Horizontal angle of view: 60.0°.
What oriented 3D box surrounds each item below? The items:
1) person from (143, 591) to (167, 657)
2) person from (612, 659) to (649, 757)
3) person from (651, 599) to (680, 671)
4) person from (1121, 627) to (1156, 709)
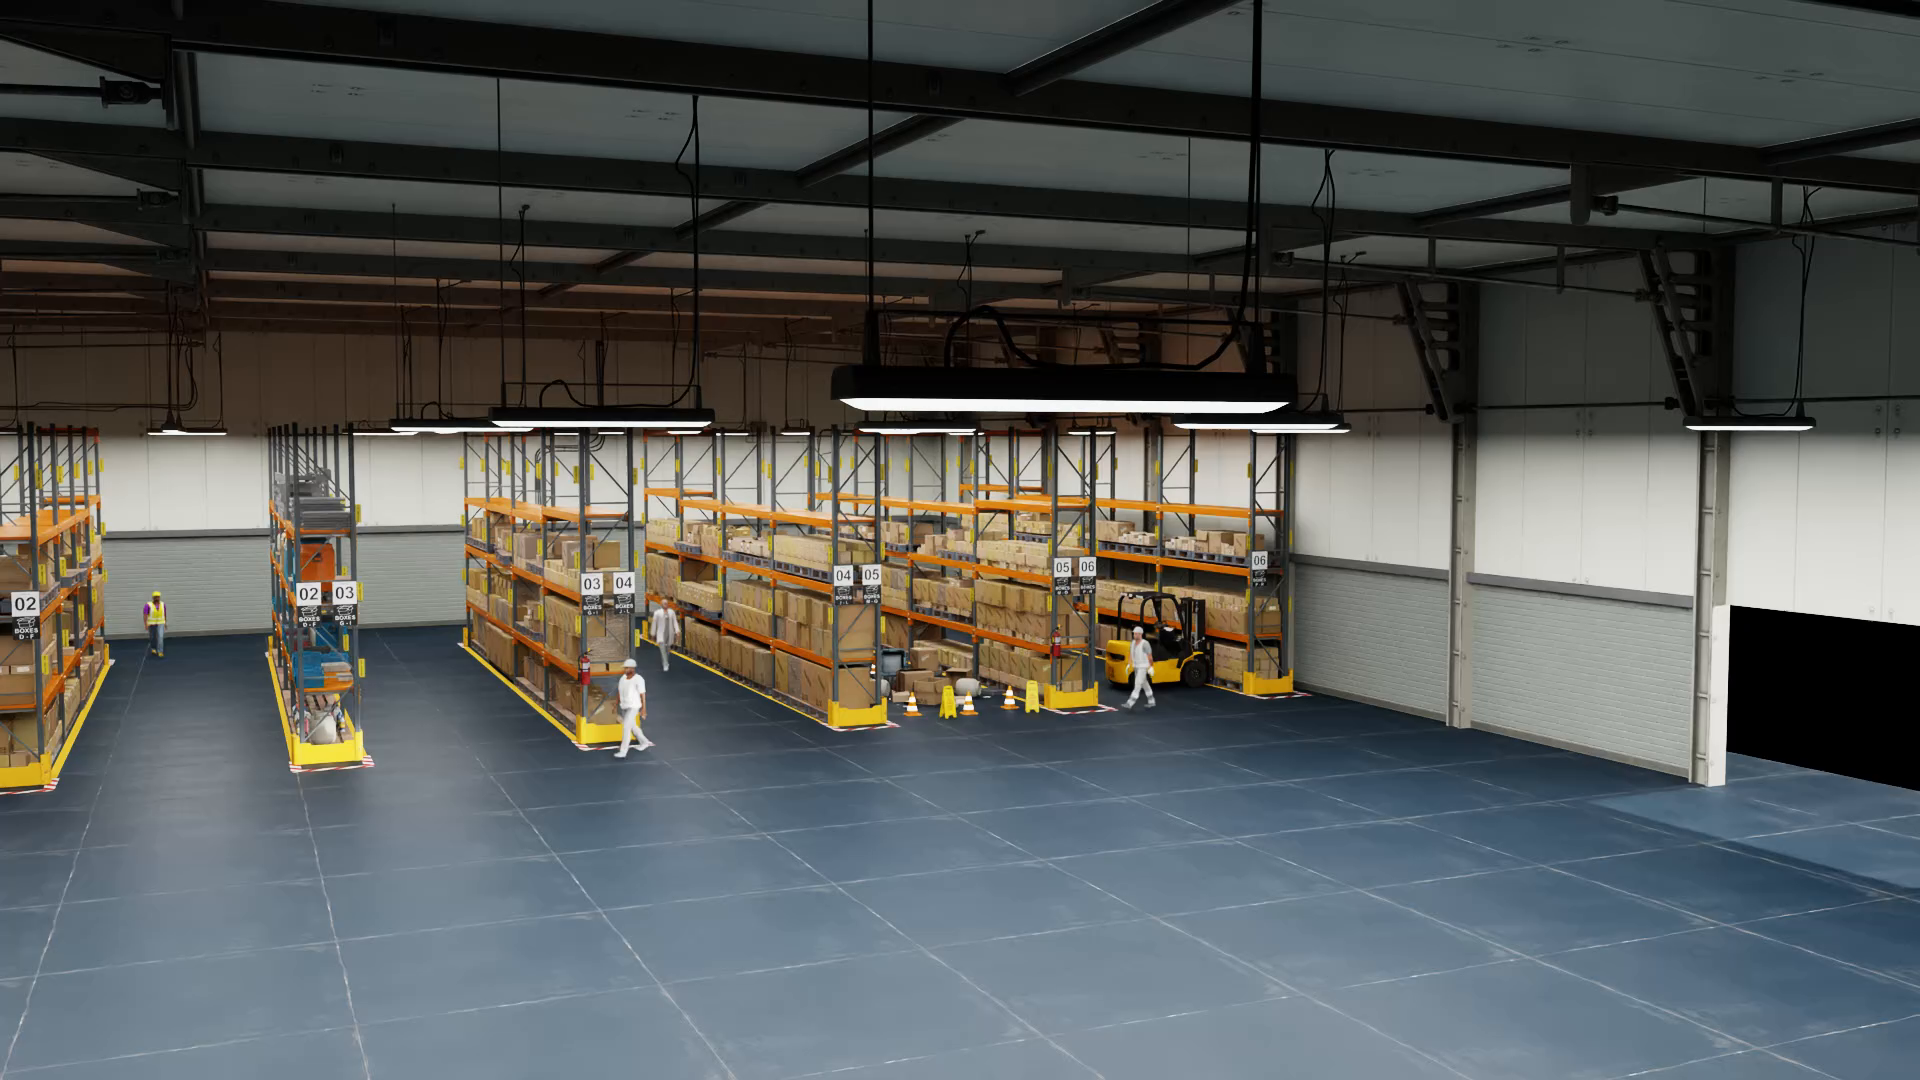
[{"bbox_3d":[-21.078,2.201,43.548,0.556,1.714,1.093,-2,4,-27],"label":"person"},{"bbox_3d":[-5.992,3.025,30.084,0.575,1.737,0.946,3,5,43],"label":"person"},{"bbox_3d":[-7.266,2.326,41.045,0.700,1.717,1.102,-1,4,-23],"label":"person"},{"bbox_3d":[3.716,2.658,34.991,1.031,1.668,0.565,-2,4,-30],"label":"person"}]
